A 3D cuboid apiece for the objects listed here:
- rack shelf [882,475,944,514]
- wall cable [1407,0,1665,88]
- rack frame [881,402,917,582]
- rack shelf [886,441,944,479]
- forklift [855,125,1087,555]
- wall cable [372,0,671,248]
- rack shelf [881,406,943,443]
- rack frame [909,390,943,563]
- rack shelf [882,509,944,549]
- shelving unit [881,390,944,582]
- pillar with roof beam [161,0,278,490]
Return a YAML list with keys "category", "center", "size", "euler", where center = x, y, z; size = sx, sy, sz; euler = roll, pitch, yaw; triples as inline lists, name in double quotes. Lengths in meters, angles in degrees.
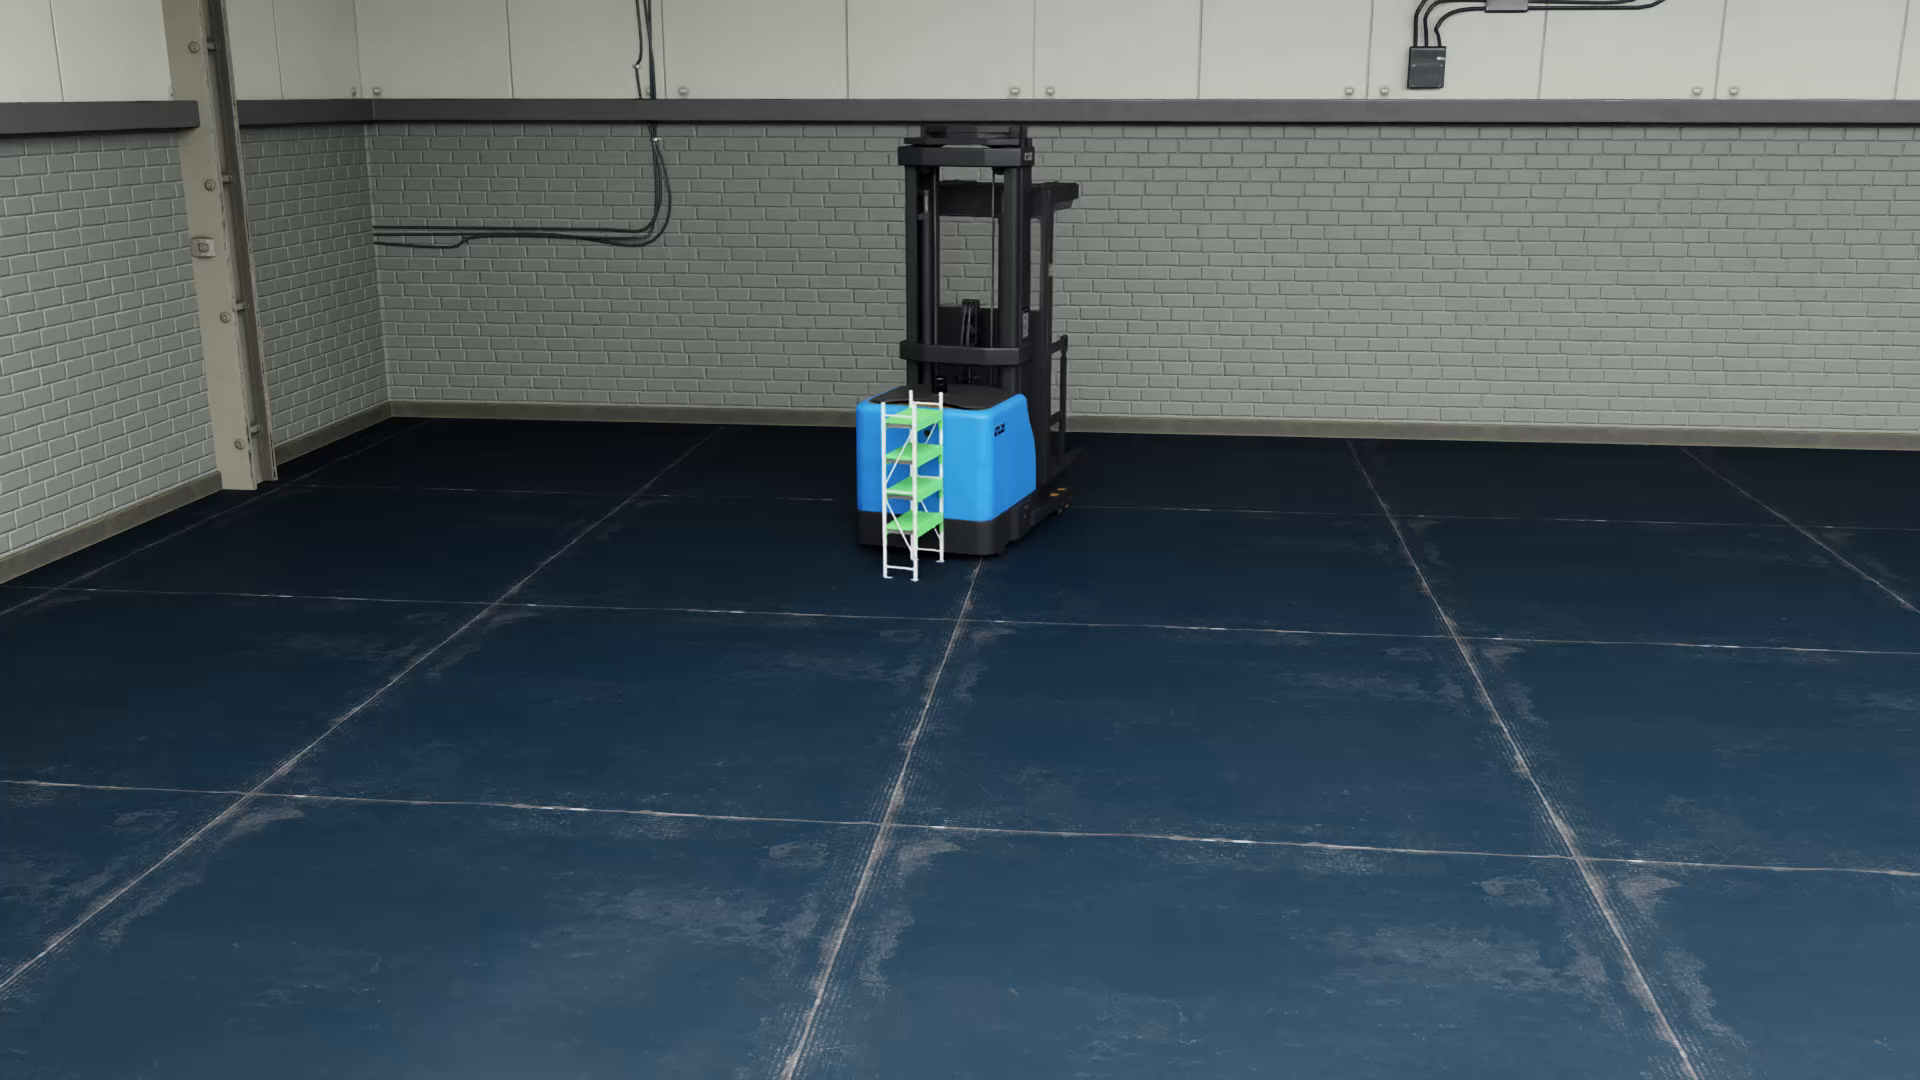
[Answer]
- category: "rack shelf"
  center: [-0.316, -0.311, 11.257]
  size: [0.258, 0.148, 0.480]
  euler: [6, 16, 20]
- category: "wall cable"
  center: [5.136, -6.895, 13.906]
  size: [2.305, 6.003, 0.169]
  euler: [2, 15, 6]
- category: "rack frame"
  center: [-0.401, -0.313, 11.020]
  size: [0.240, 1.200, 0.015]
  euler: [6, 16, 20]
- category: "rack shelf"
  center: [-0.316, -0.542, 11.195]
  size: [0.258, 0.148, 0.480]
  euler: [6, 16, 20]
- category: "forklift"
  center: [0.242, -1.648, 12.641]
  size: [1.130, 2.935, 3.031]
  euler: [6, 16, 20]
- category: "wall cable"
  center: [-4.295, -4.038, 15.804]
  size: [3.097, 2.526, 0.112]
  euler: [2, 15, 6]
- category: "rack shelf"
  center: [-0.316, -0.774, 11.132]
  size: [0.258, 0.148, 0.480]
  euler: [6, 16, 20]
- category: "rack frame"
  center: [-0.232, -0.432, 11.462]
  size: [0.240, 1.200, 0.015]
  euler: [6, 16, 20]
- category: "rack shelf"
  center: [-0.316, -0.079, 11.320]
  size: [0.258, 0.148, 0.480]
  euler: [6, 16, 20]
- category: "shelving unit"
  center: [-0.316, -0.372, 11.241]
  size: [0.258, 1.200, 0.503]
  euler: [6, 16, 20]
- category: "pillar with roof beam"
  center: [-1.664, -4.685, 12.249]
  size: [9.100, 9.000, 0.400]
  euler: [2, 15, 6]
